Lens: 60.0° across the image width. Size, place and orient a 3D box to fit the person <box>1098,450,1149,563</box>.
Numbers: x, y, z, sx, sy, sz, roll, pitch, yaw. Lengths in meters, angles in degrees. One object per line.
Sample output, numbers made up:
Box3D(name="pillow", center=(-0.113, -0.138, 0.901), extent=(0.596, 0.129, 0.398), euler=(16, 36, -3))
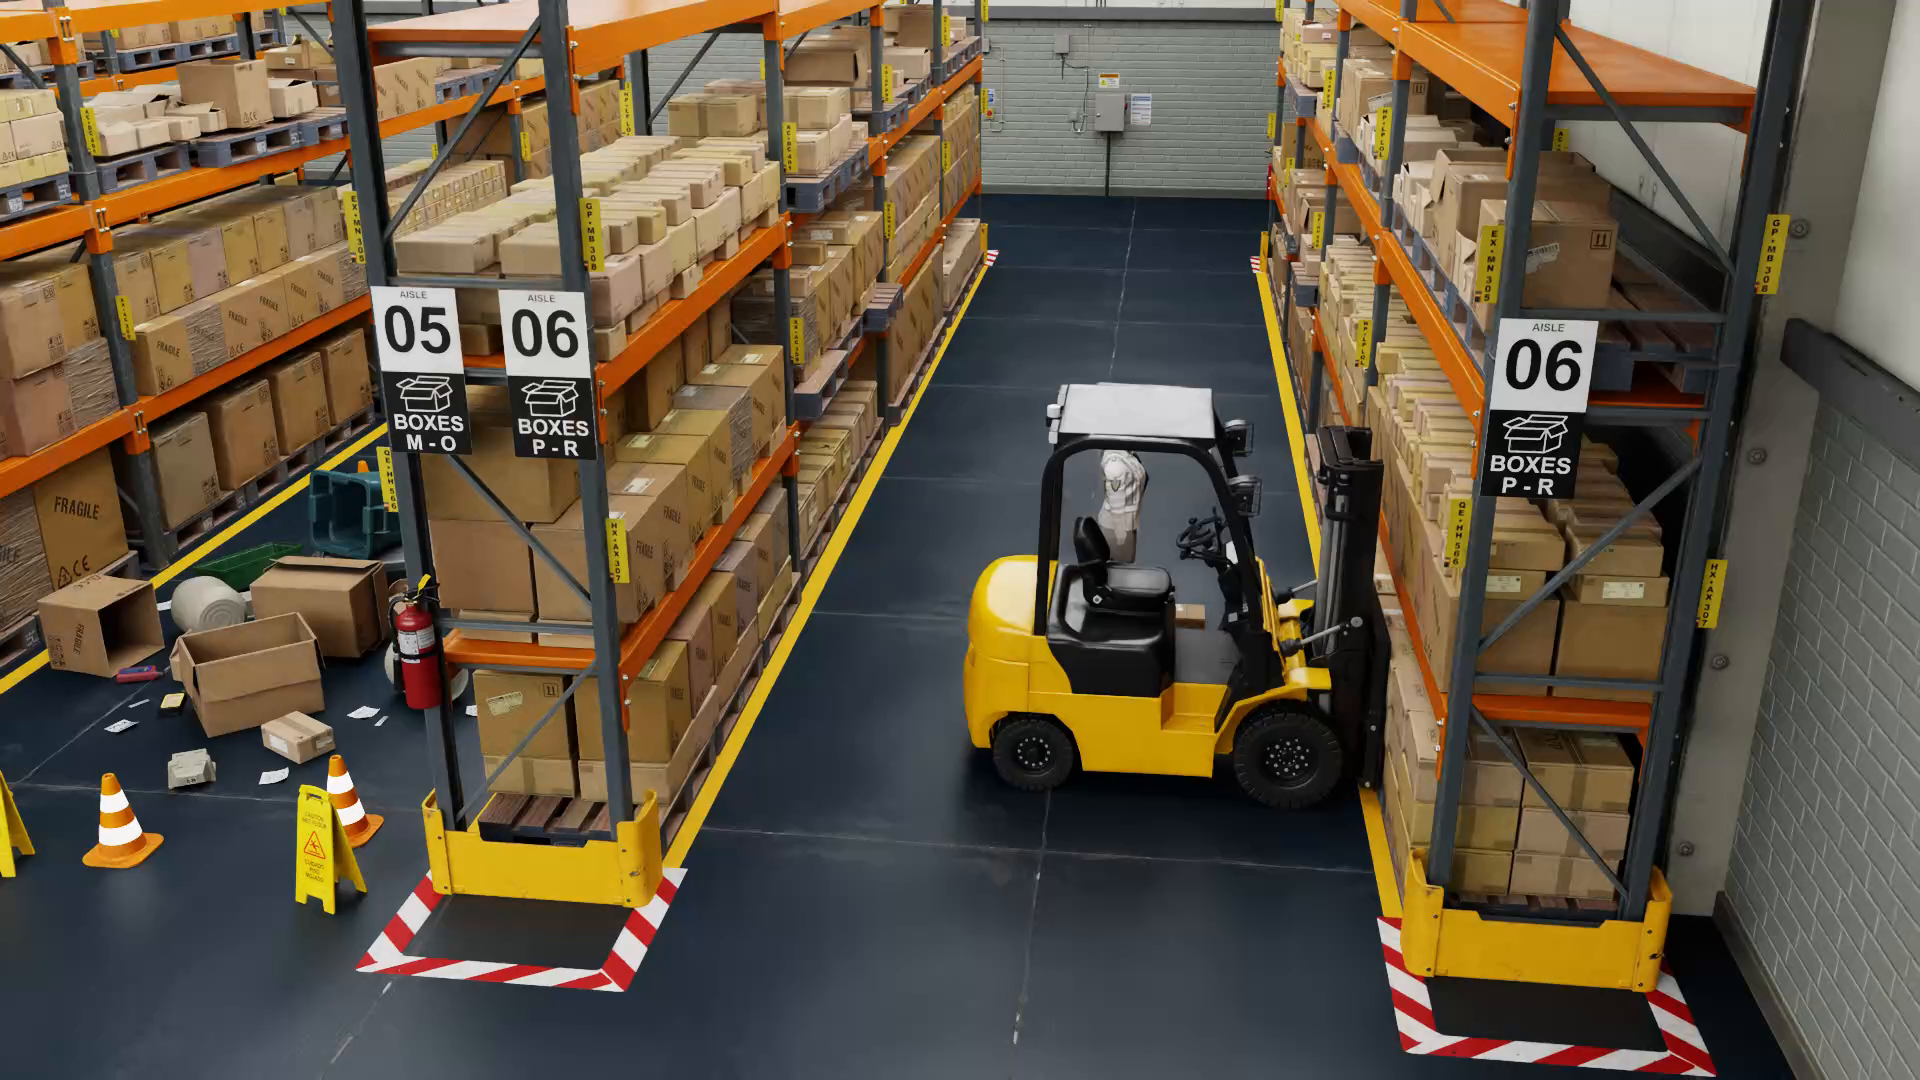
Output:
Box3D(name="person", center=(1.097, -0.075, 11.288), extent=(0.328, 1.667, 0.469), euler=(3, 21, 7))
